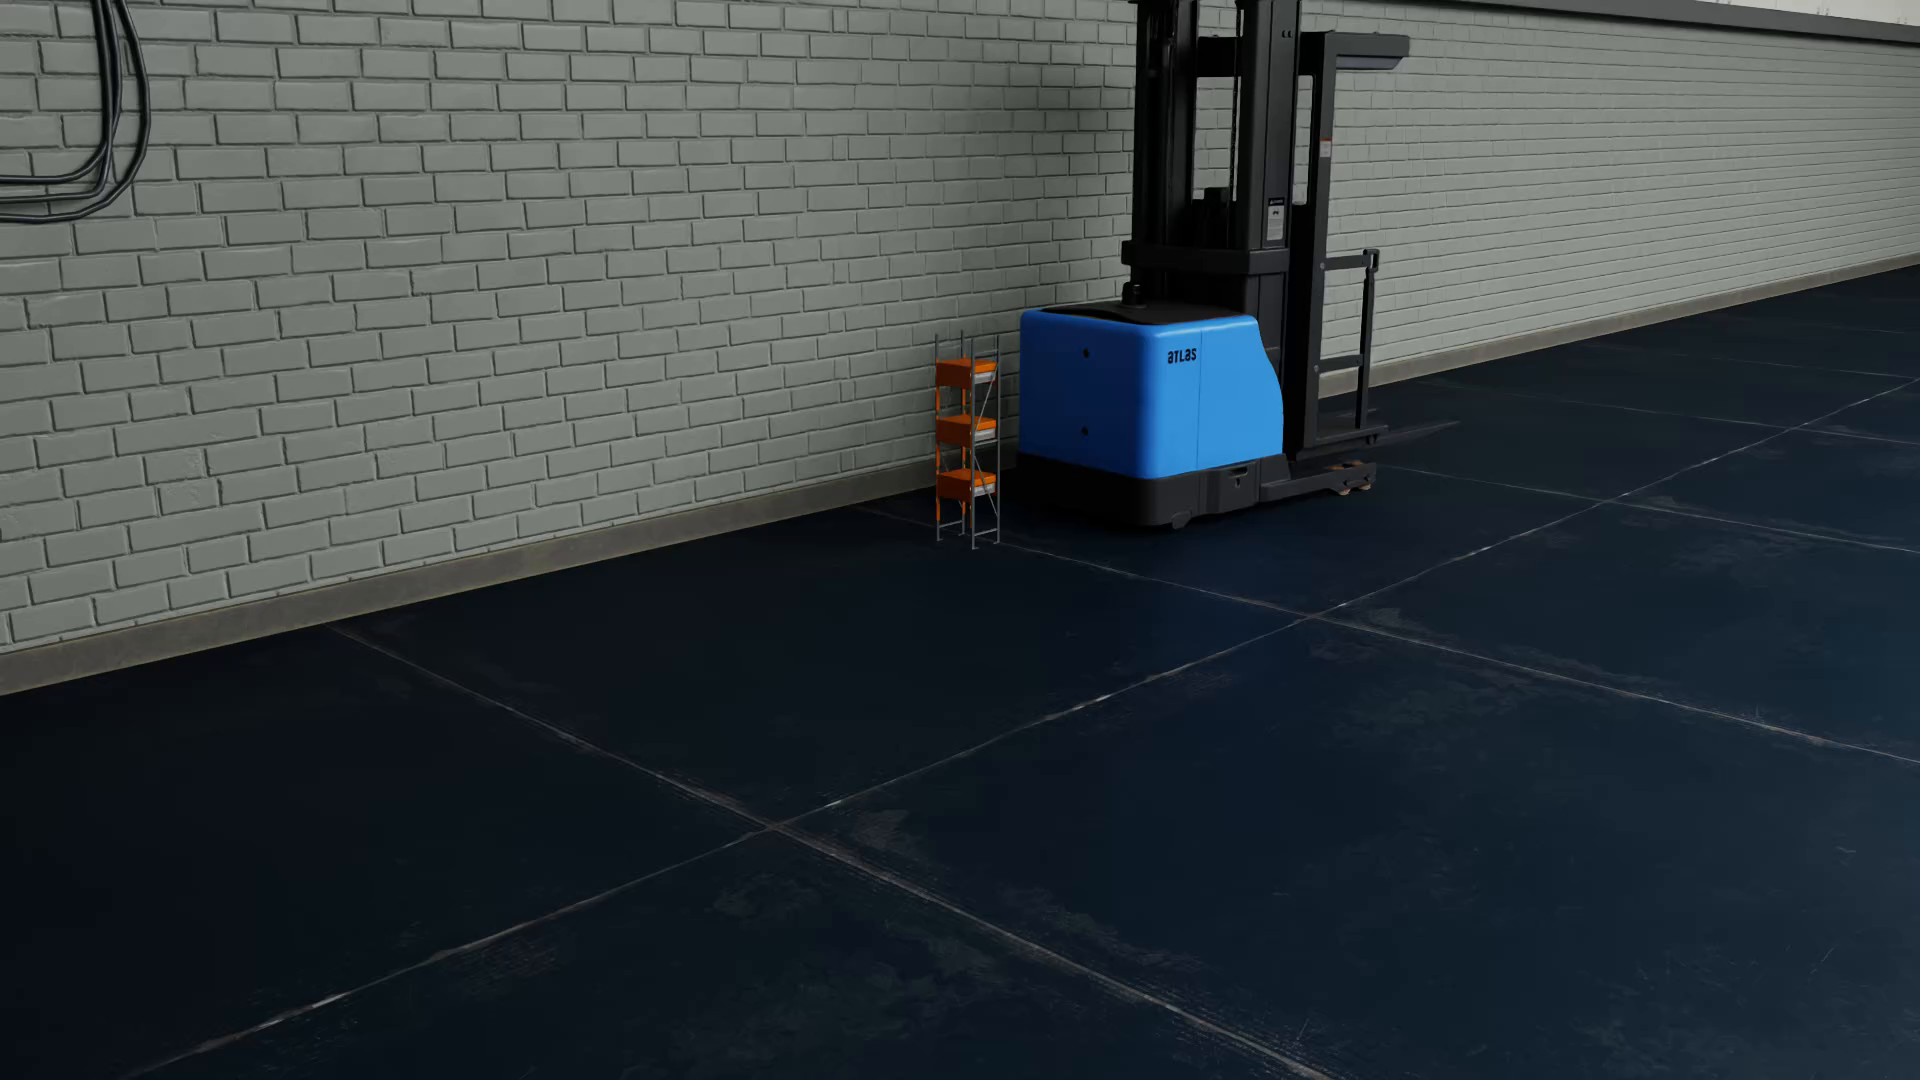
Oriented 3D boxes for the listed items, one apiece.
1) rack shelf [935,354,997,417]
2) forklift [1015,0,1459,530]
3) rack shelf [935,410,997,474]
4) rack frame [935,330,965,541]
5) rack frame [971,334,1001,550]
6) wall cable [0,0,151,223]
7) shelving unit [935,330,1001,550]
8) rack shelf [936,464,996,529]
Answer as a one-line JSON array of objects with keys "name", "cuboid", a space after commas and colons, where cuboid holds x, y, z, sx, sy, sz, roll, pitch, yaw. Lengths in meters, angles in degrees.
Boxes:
[{"name": "rack shelf", "cuboid": [0.039, -0.763, 8.185, 0.240, 0.259, 0.215, 14, 20, 42]}, {"name": "forklift", "cuboid": [1.751, -1.757, 9.354, 3.031, 2.935, 1.130, -12, 19, -39]}, {"name": "rack shelf", "cuboid": [0.039, -0.488, 8.257, 0.240, 0.259, 0.215, 14, 20, 42]}, {"name": "rack frame", "cuboid": [-0.049, -0.520, 8.336, 0.008, 1.050, 0.200, 14, 20, 42]}, {"name": "rack frame", "cuboid": [0.126, -0.477, 8.172, 0.008, 1.050, 0.200, 14, 20, 42]}, {"name": "wall cable", "cuboid": [-4.073, -2.130, 4.910, 0.112, 2.526, 3.097, 14, 20, 42]}, {"name": "shelving unit", "cuboid": [0.039, -0.499, 8.254, 0.252, 1.050, 0.215, 14, 20, 42]}, {"name": "rack shelf", "cuboid": [0.039, -0.219, 8.327, 0.240, 0.259, 0.215, 14, 20, 42]}]
